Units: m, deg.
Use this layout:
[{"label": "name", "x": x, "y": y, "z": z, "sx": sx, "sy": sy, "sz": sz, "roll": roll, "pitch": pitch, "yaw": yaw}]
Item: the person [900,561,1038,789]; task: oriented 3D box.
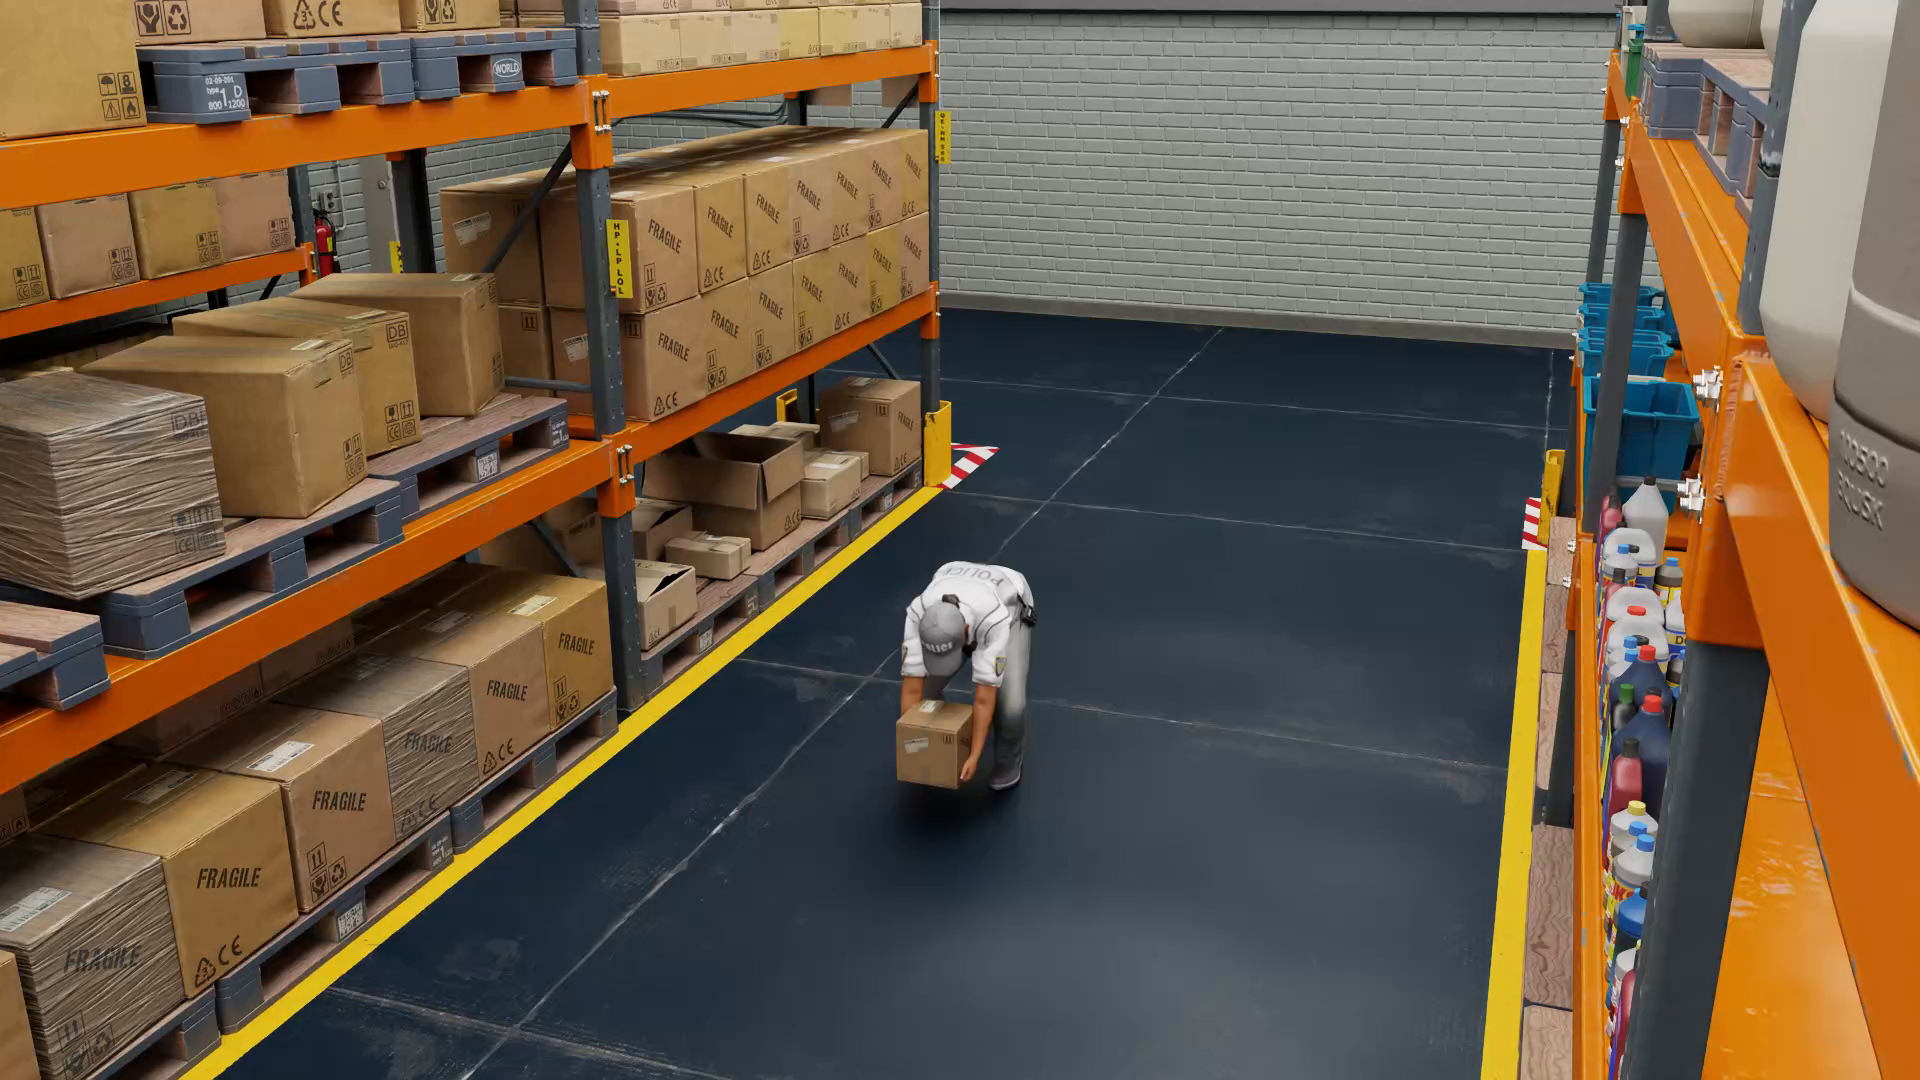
[{"label": "person", "x": 0.011, "y": 0.578, "z": 6.795, "sx": 0.500, "sy": 0.963, "sz": 0.935, "roll": 5, "pitch": 20, "yaw": 16}]
